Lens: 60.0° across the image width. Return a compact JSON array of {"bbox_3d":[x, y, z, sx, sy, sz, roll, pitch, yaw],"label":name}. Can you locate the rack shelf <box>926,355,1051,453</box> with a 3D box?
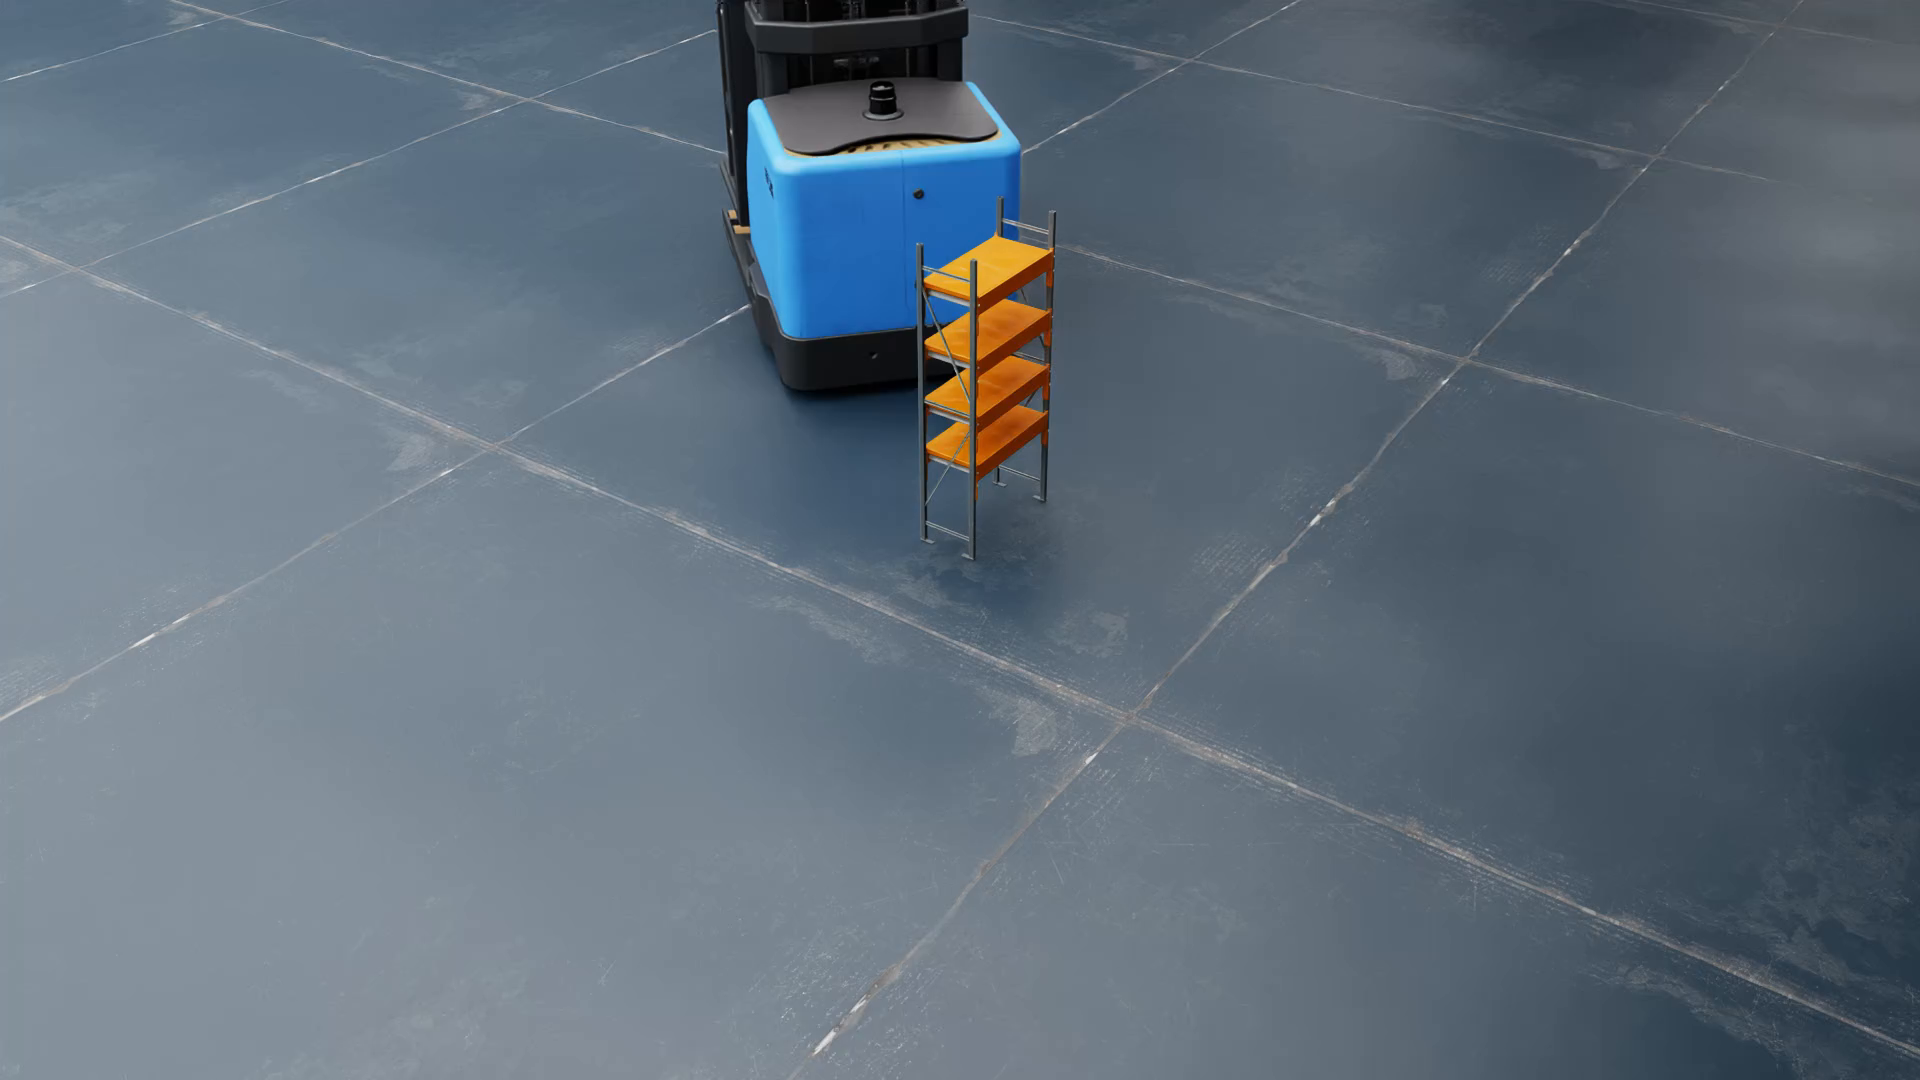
[{"bbox_3d":[0.094,-0.517,6.064,0.258,0.148,0.480,21,39,28],"label":"rack shelf"}]

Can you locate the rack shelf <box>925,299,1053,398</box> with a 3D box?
[{"bbox_3d":[0.094,-0.703,5.939,0.258,0.148,0.480,21,39,28],"label":"rack shelf"}]

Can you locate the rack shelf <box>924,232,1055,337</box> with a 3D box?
[{"bbox_3d":[0.094,-0.899,5.806,0.258,0.148,0.480,21,39,28],"label":"rack shelf"}]

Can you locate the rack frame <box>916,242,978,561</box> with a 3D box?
[{"bbox_3d":[-0.045,-0.461,5.860,0.240,1.200,0.015,21,39,28],"label":"rack frame"}]

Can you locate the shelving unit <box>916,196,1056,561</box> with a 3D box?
[{"bbox_3d":[0.094,-0.573,6.027,0.258,1.200,0.503,21,39,28],"label":"shelving unit"}]

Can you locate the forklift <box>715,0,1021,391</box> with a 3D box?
[{"bbox_3d":[-0.587,-2.670,7.581,1.130,2.935,3.031,-8,35,-12],"label":"forklift"}]

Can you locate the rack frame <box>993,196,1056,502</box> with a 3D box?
[{"bbox_3d":[0.233,-0.686,6.193,0.240,1.200,0.015,21,39,28],"label":"rack frame"}]

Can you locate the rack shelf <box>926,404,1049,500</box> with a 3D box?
[{"bbox_3d":[0.094,-0.353,6.175,0.258,0.148,0.480,21,39,28],"label":"rack shelf"}]
